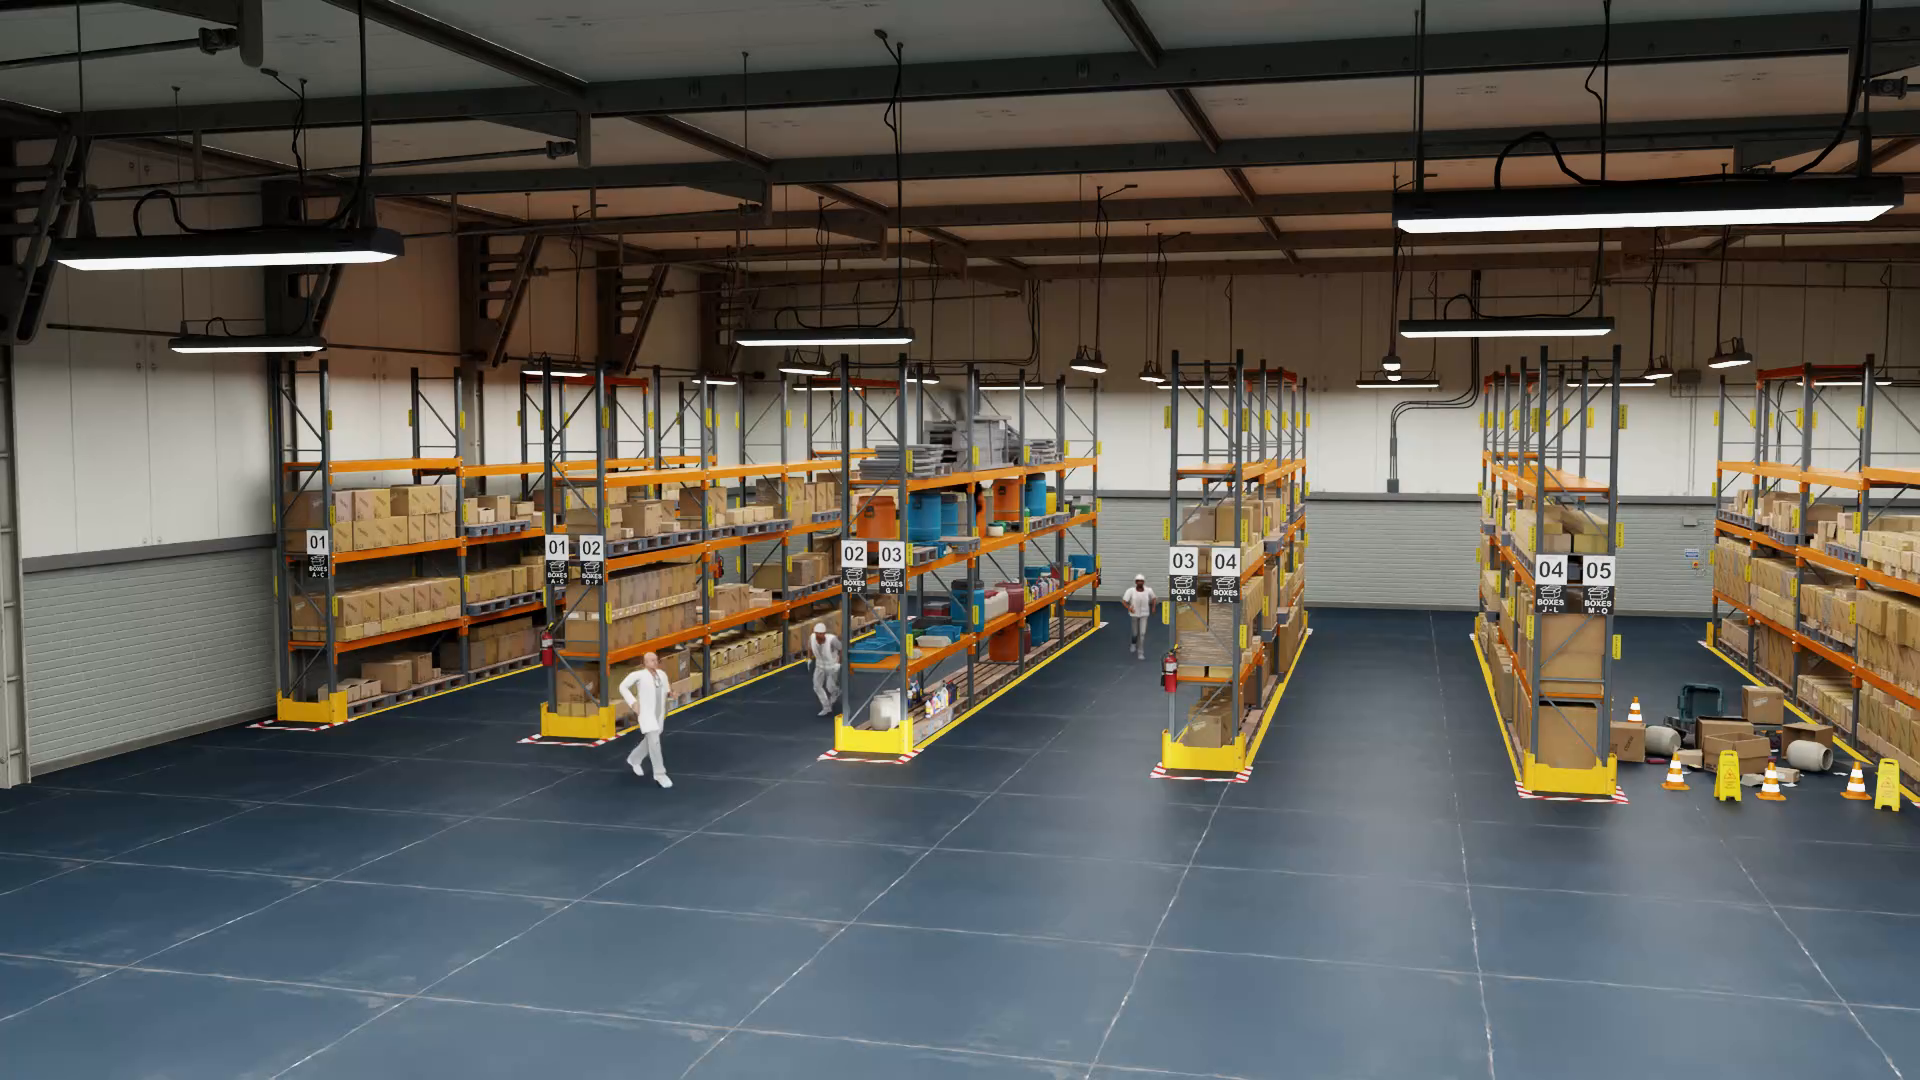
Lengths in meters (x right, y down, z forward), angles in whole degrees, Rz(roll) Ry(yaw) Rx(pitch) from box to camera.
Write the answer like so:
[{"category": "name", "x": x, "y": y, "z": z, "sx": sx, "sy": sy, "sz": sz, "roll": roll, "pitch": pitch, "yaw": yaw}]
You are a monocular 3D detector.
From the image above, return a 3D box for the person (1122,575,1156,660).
[{"category": "person", "x": 3.790, "y": 1.603, "z": 35.101, "sx": 0.725, "sy": 1.769, "sz": 0.824, "roll": 0, "pitch": 4, "yaw": 1}]

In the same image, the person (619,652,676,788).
[{"category": "person", "x": -4.284, "y": 2.474, "z": 22.977, "sx": 1.008, "sy": 1.768, "sz": 0.700, "roll": 3, "pitch": 5, "yaw": 36}]

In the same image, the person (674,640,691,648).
[{"category": "person", "x": -5.804, "y": 1.680, "z": 34.518, "sx": 0.574, "sy": 1.666, "sz": 0.869, "roll": 1, "pitch": 4, "yaw": 11}]

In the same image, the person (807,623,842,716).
[{"category": "person", "x": -2.248, "y": 2.174, "z": 28.424, "sx": 0.687, "sy": 1.613, "sz": 1.079, "roll": 1, "pitch": 4, "yaw": 17}]
